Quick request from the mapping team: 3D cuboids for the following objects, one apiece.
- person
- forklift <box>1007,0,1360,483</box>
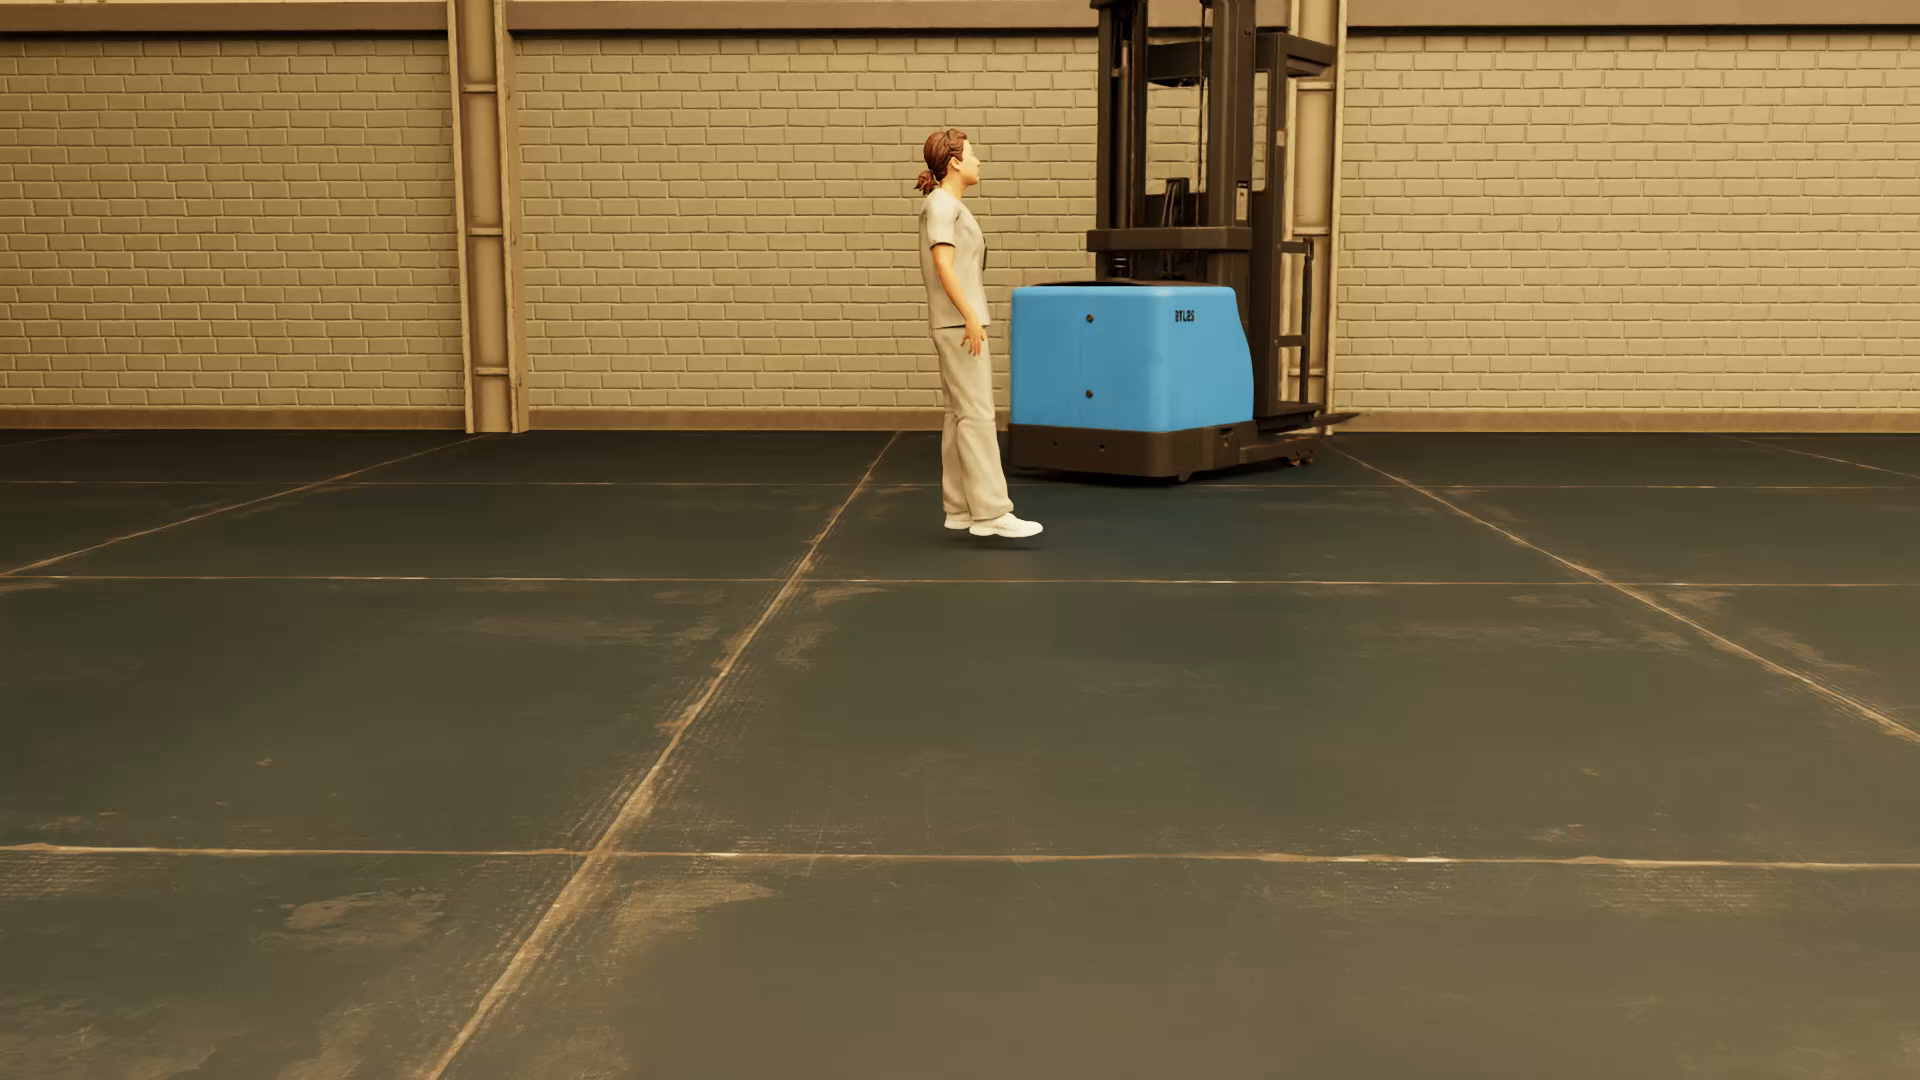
[{"bbox_3d":[0.074,-0.873,6.978,0.547,1.673,0.549,0,9,1],"label":"person"},{"bbox_3d":[1.548,-1.935,10.091,1.130,2.935,3.031,6,11,36],"label":"forklift"}]
